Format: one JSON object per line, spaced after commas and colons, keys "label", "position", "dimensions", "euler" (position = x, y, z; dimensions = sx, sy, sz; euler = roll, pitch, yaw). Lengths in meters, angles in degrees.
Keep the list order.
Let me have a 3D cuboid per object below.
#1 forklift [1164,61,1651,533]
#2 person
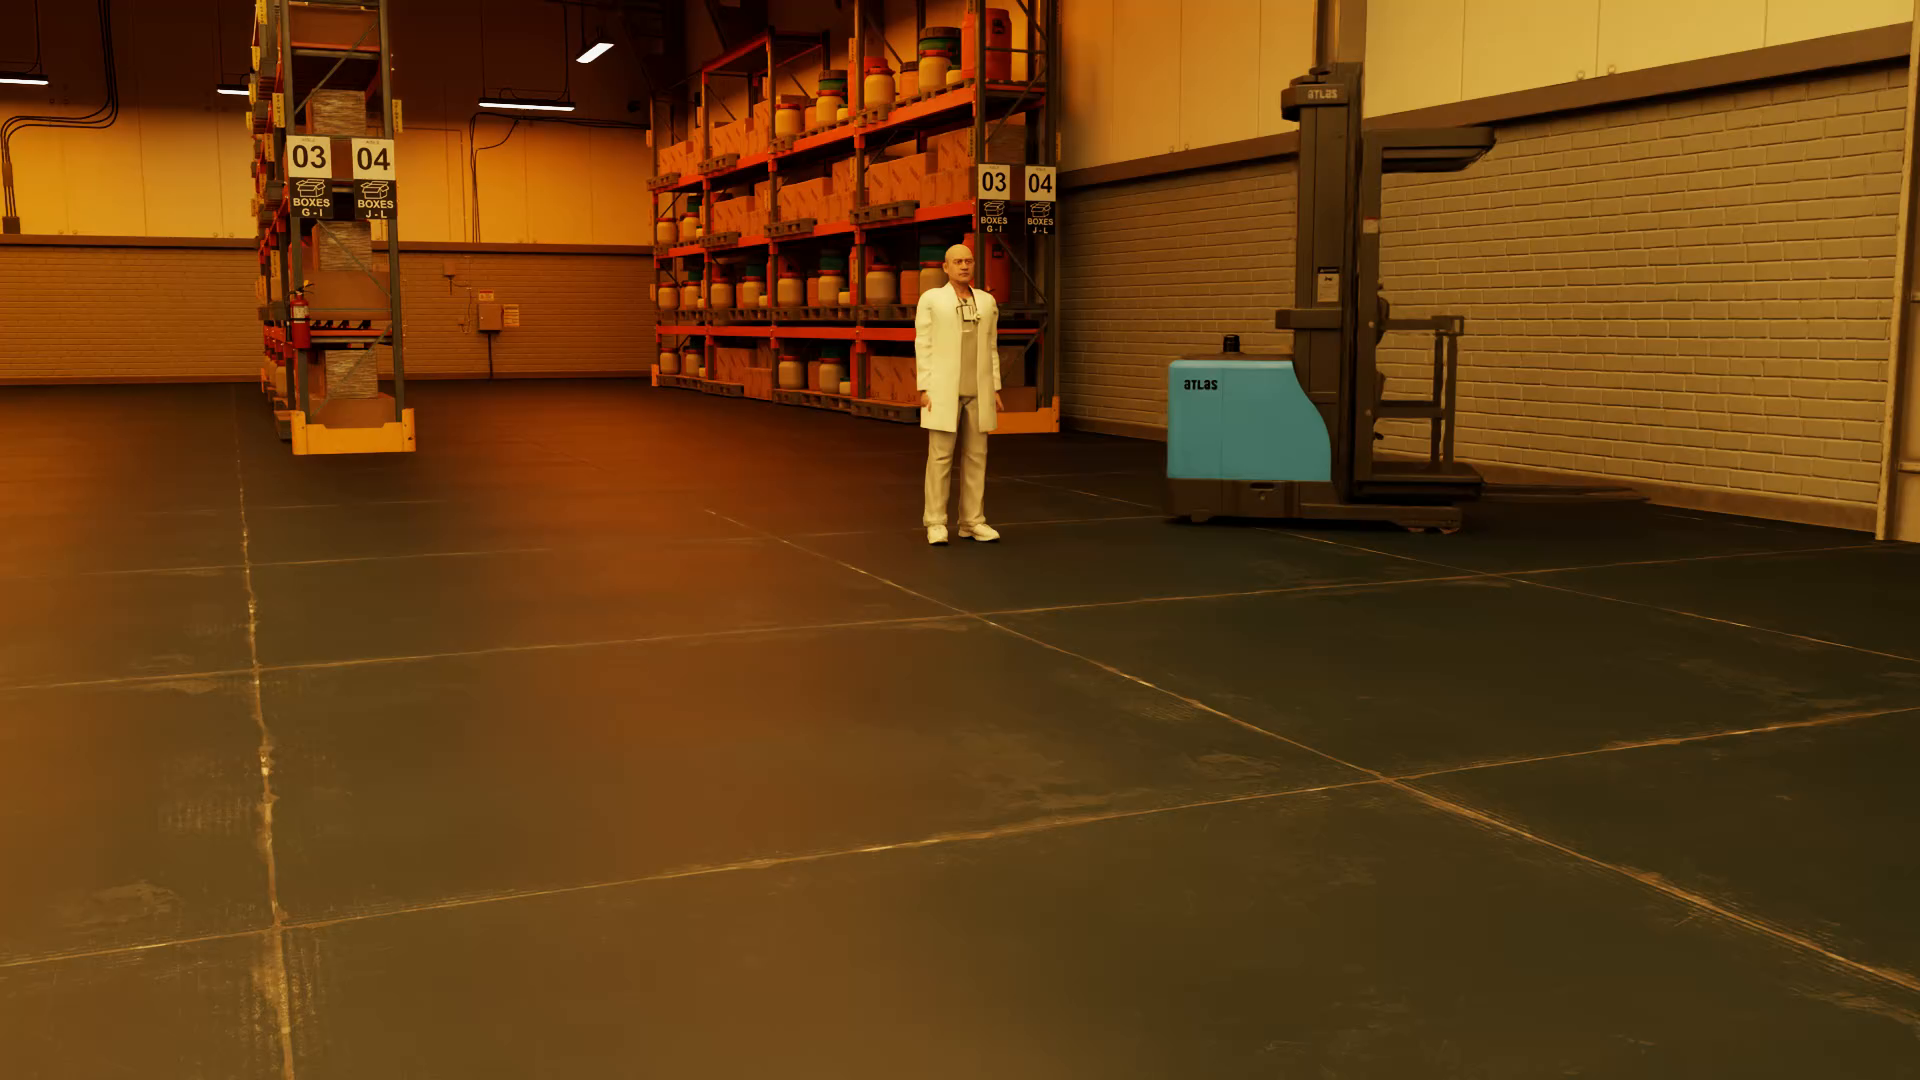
{"label": "forklift", "position": [2.908, -1.571, 10.859], "dimensions": [3.031, 2.935, 1.130], "euler": [2, 8, 11]}
{"label": "person", "position": [0.018, -0.881, 10.024], "dimensions": [0.551, 1.782, 0.389], "euler": [-3, 8, -23]}
